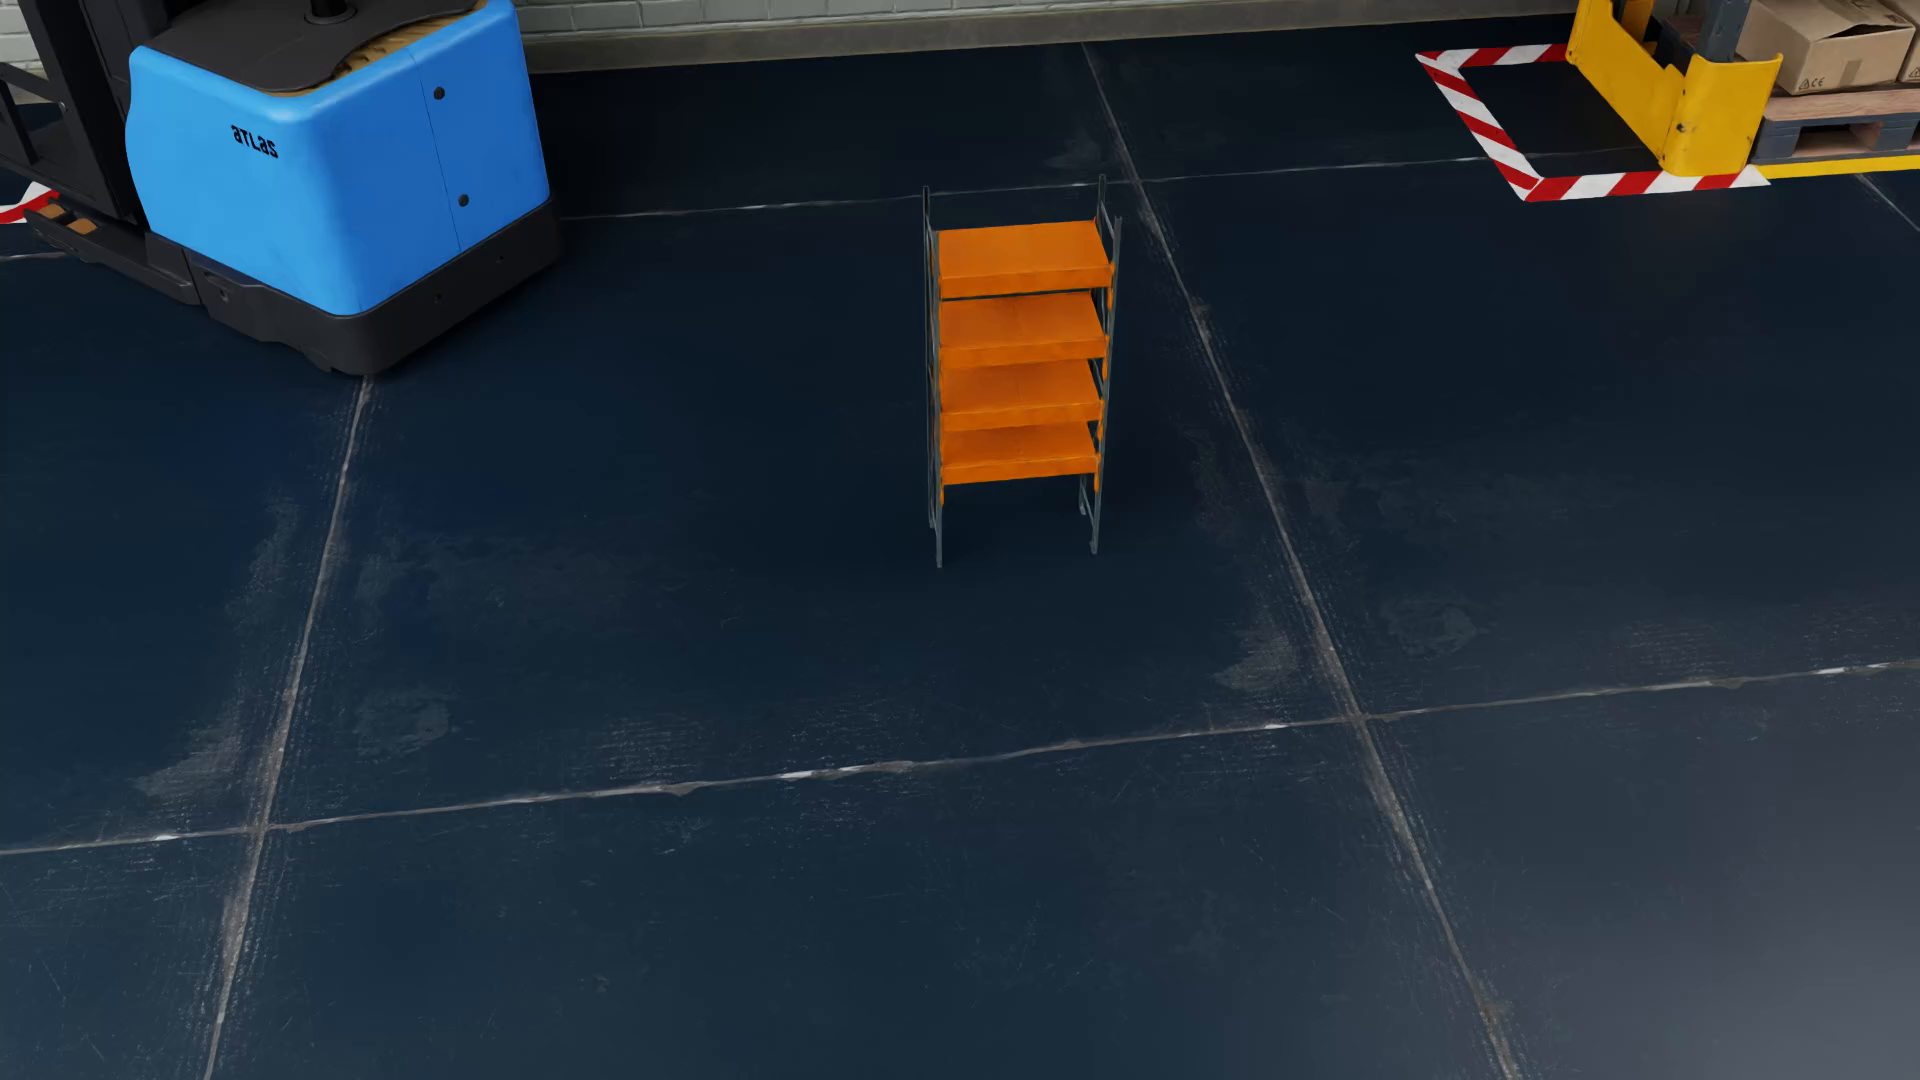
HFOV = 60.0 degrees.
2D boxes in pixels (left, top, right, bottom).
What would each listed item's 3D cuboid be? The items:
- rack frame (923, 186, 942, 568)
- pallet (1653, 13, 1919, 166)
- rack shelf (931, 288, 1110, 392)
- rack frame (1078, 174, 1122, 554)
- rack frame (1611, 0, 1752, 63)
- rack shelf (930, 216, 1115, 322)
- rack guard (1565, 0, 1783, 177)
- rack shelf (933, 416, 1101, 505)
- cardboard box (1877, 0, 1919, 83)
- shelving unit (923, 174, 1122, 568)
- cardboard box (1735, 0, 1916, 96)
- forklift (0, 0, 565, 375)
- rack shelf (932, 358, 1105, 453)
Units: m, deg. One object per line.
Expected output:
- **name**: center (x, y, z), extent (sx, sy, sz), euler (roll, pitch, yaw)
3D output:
- **rack frame**: center (-0.078, -0.439, 4.841), extent (0.015, 1.200, 0.240), euler (-5, 42, -6)
- **pallet**: center (3.866, -2.035, 7.348), extent (1.213, 0.211, 1.003), euler (-5, 42, -6)
- **rack shelf**: center (0.164, -0.576, 4.759), extent (0.480, 0.148, 0.258), euler (-5, 42, -6)
- **rack frame**: center (0.406, -0.481, 4.888), extent (0.015, 1.200, 0.240), euler (-5, 42, -6)
- **rack frame**: center (2.981, -3.017, 6.355), extent (0.127, 3.000, 1.000), euler (-5, 42, -6)
- **rack shelf**: center (0.164, -0.752, 4.601), extent (0.480, 0.148, 0.258), euler (-5, 42, -6)
- **rack guard**: center (3.056, -2.095, 7.200), extent (0.348, 0.500, 1.175), euler (-5, 42, -6)
- **rack shelf**: center (0.164, -0.263, 5.042), extent (0.480, 0.148, 0.258), euler (-5, 42, -6)
- **cardboard box**: center (4.244, -2.231, 7.163), extent (0.500, 0.311, 0.500), euler (-2, 42, -2)
- **shelving unit**: center (0.164, -0.460, 4.864), extent (0.503, 1.200, 0.258), euler (-5, 42, -6)
- **cardboard box**: center (3.678, -2.182, 7.109), extent (0.500, 0.311, 0.500), euler (-9, 43, -10)
- **forklift**: center (-3.027, -2.431, 5.757), extent (3.031, 2.935, 1.130), euler (24, 47, 24)
- **rack shelf**: center (0.164, -0.410, 4.909), extent (0.480, 0.148, 0.258), euler (-5, 42, -6)
